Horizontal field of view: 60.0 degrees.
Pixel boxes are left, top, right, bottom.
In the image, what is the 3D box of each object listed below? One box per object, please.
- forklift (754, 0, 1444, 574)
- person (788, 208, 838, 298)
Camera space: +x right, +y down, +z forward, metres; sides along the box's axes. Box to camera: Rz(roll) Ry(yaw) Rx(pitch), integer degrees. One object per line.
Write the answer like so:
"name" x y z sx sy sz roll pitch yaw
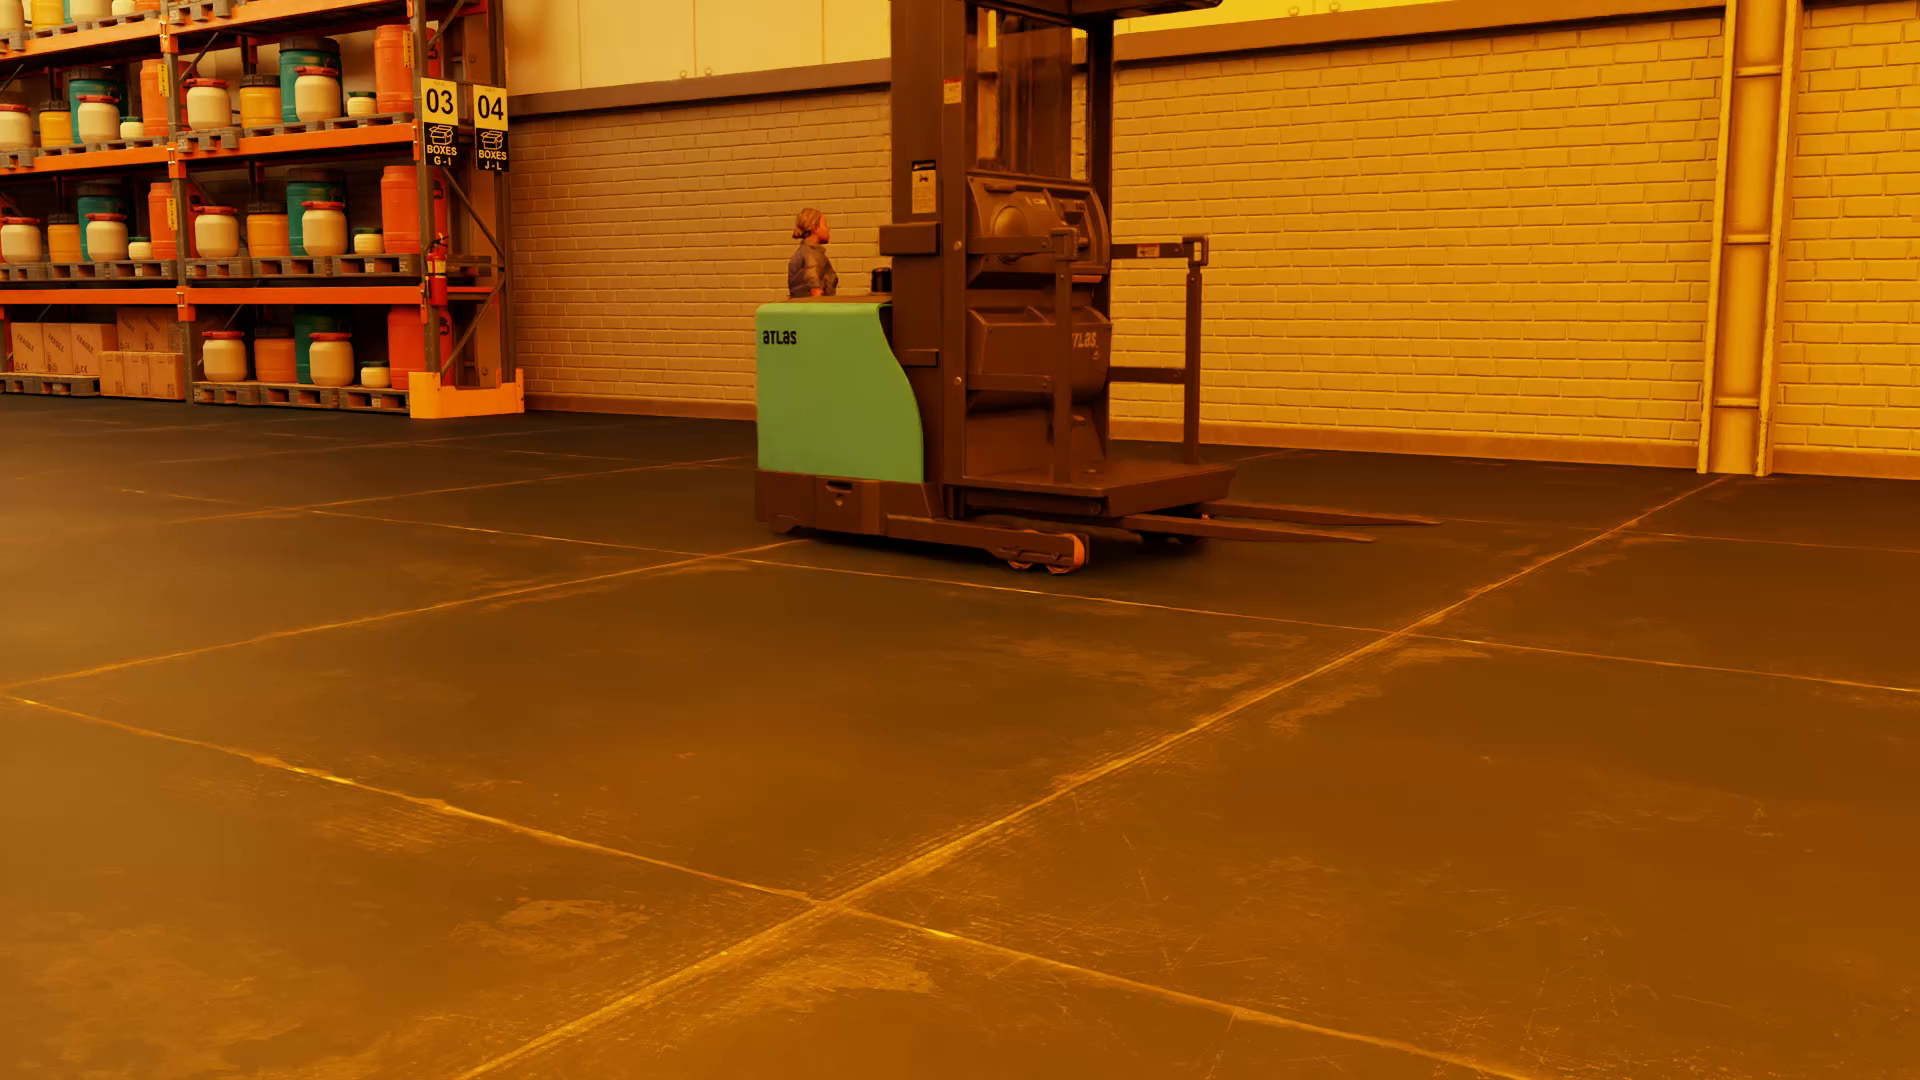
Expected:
"forklift" 0.509 -1.397 7.018 3.031 2.935 1.130 6 10 38
"person" -0.812 -1.243 10.482 0.500 1.647 0.564 -4 9 -26
